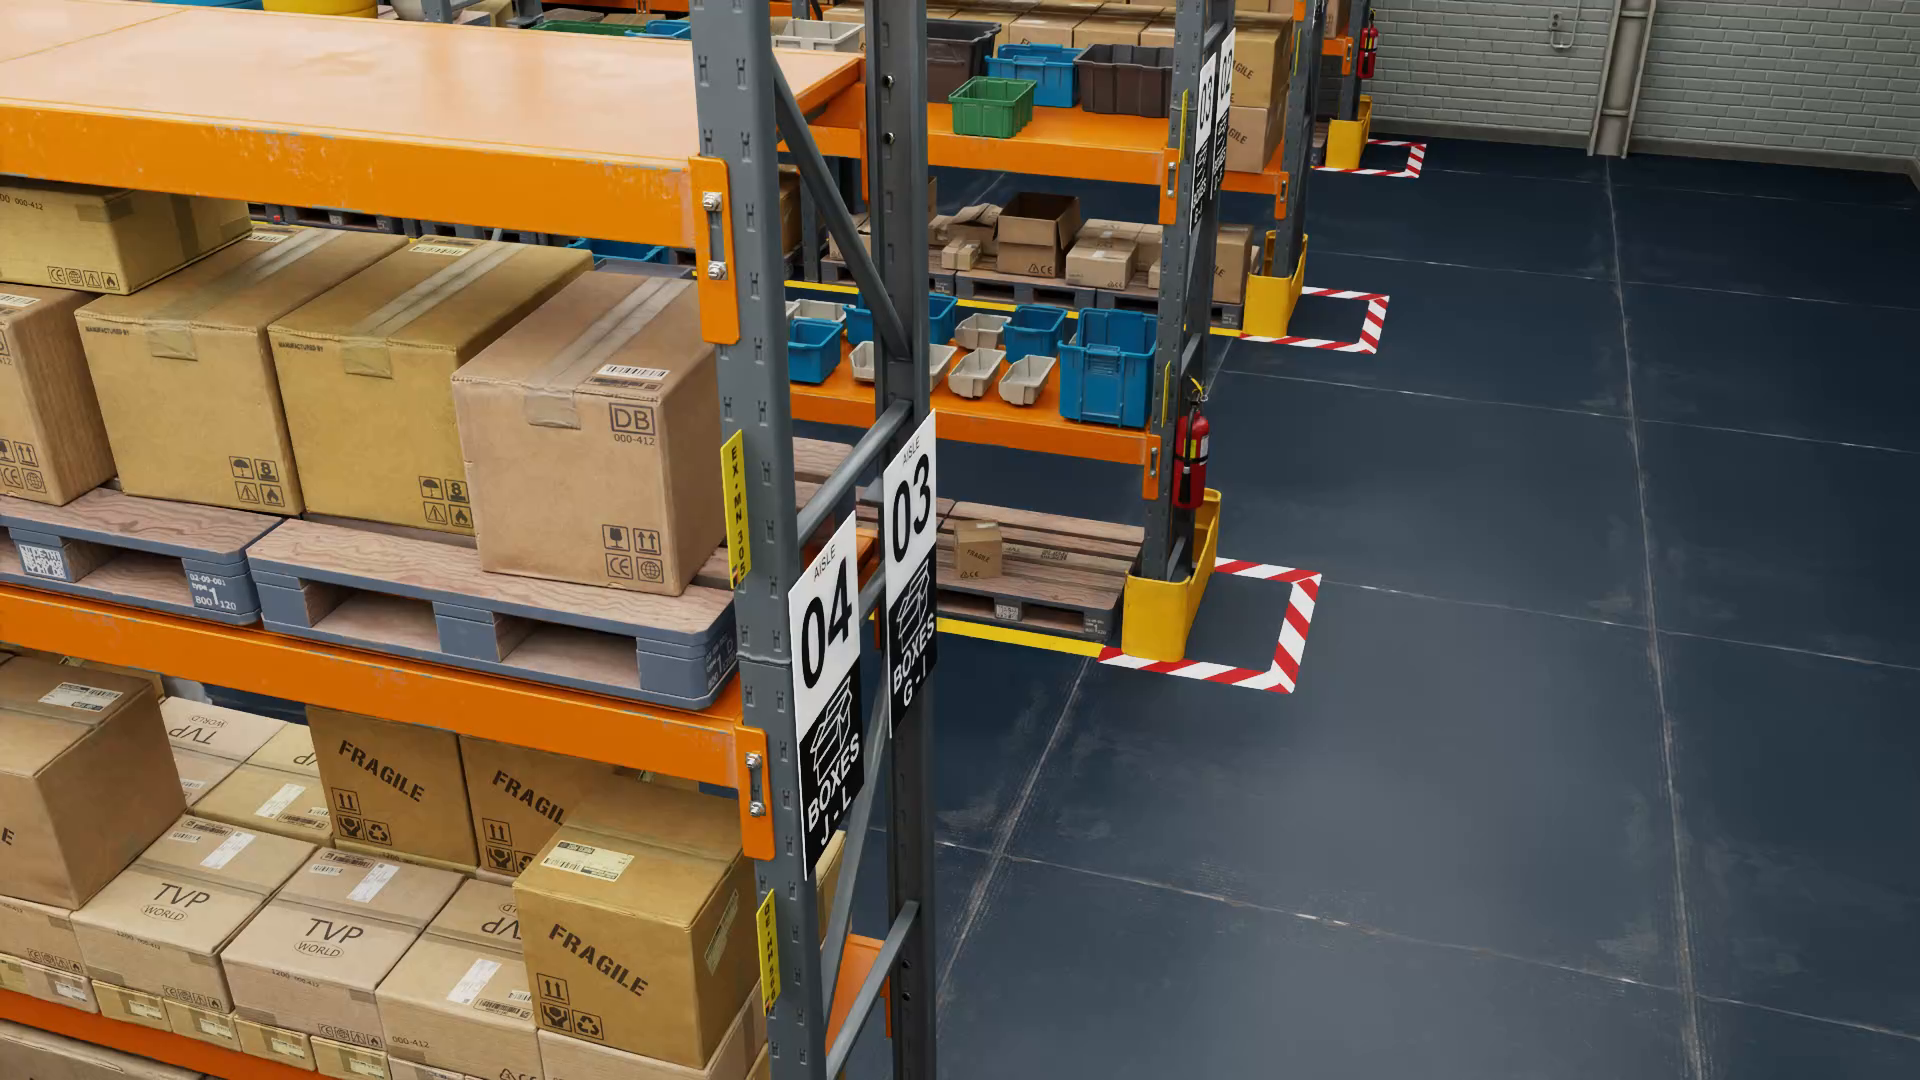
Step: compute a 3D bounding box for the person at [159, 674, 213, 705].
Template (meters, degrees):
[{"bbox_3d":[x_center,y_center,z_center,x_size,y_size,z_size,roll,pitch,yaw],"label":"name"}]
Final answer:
[{"bbox_3d":[-4.196,0.207,8.189,0.719,1.844,0.609,-6,29,-10],"label":"person"}]
